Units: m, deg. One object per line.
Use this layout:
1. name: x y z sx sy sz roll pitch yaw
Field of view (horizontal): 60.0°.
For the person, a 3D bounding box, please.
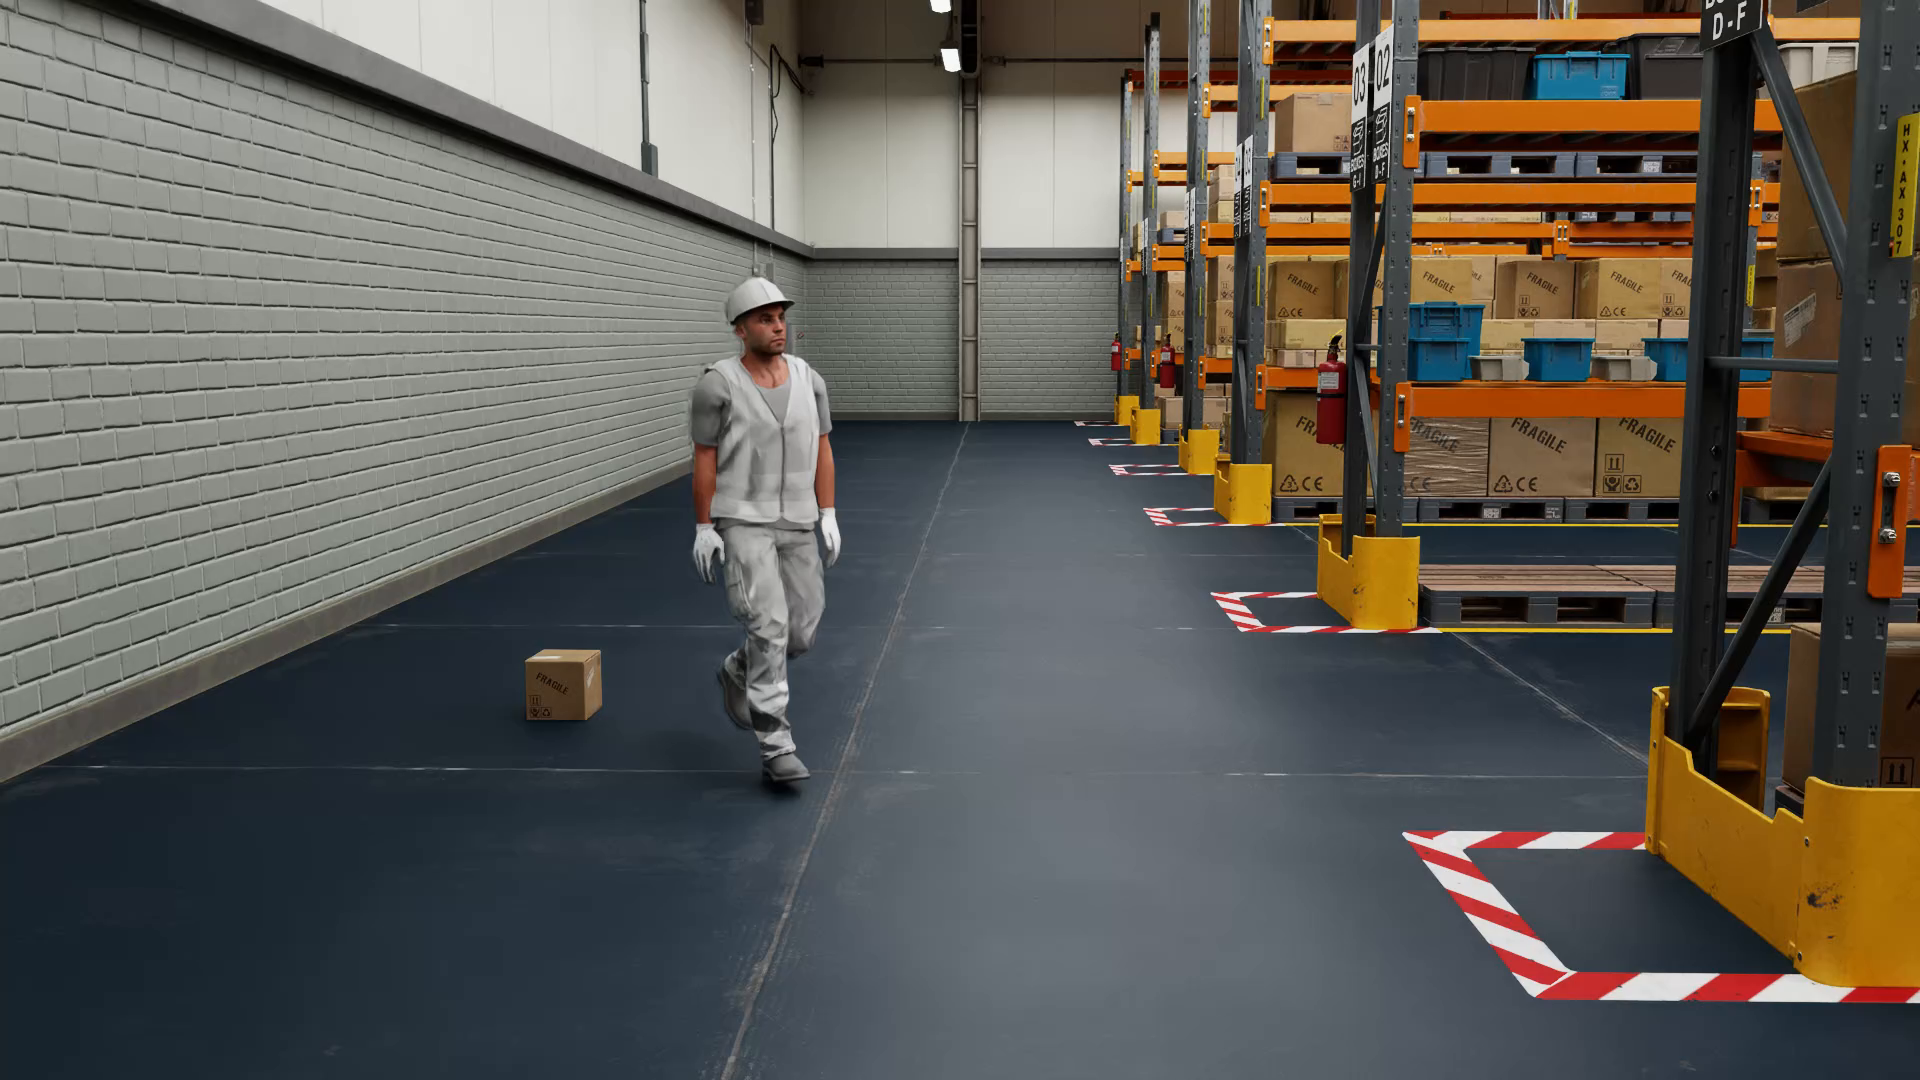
1. person: -0.723 -0.054 6.026 0.559 1.769 0.842 -5 9 -34
